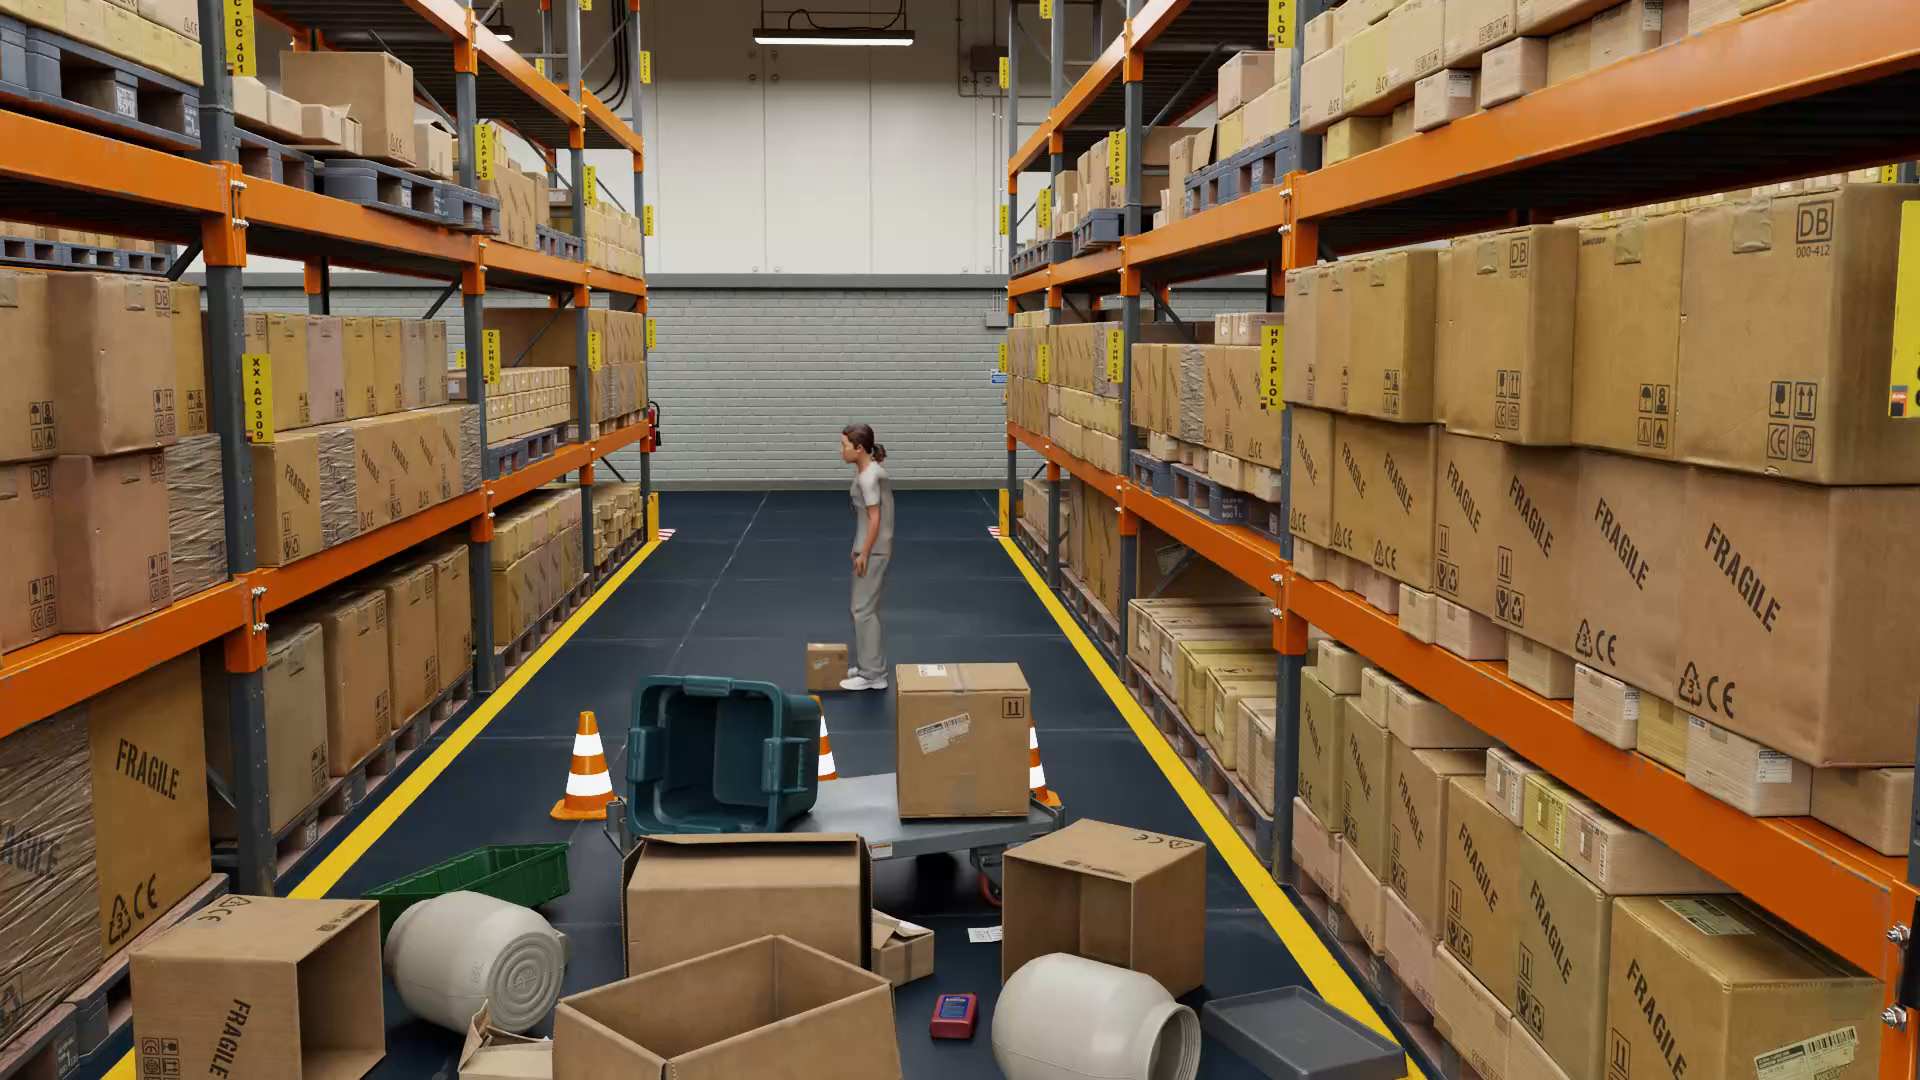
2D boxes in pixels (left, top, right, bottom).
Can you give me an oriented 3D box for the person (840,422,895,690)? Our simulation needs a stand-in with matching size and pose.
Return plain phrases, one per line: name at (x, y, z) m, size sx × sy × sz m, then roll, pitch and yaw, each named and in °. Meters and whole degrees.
person at (-0.592, 0.094, 10.480) m, size 0.358 × 1.673 × 0.488 m, roll -1°, pitch 7°, yaw -6°
